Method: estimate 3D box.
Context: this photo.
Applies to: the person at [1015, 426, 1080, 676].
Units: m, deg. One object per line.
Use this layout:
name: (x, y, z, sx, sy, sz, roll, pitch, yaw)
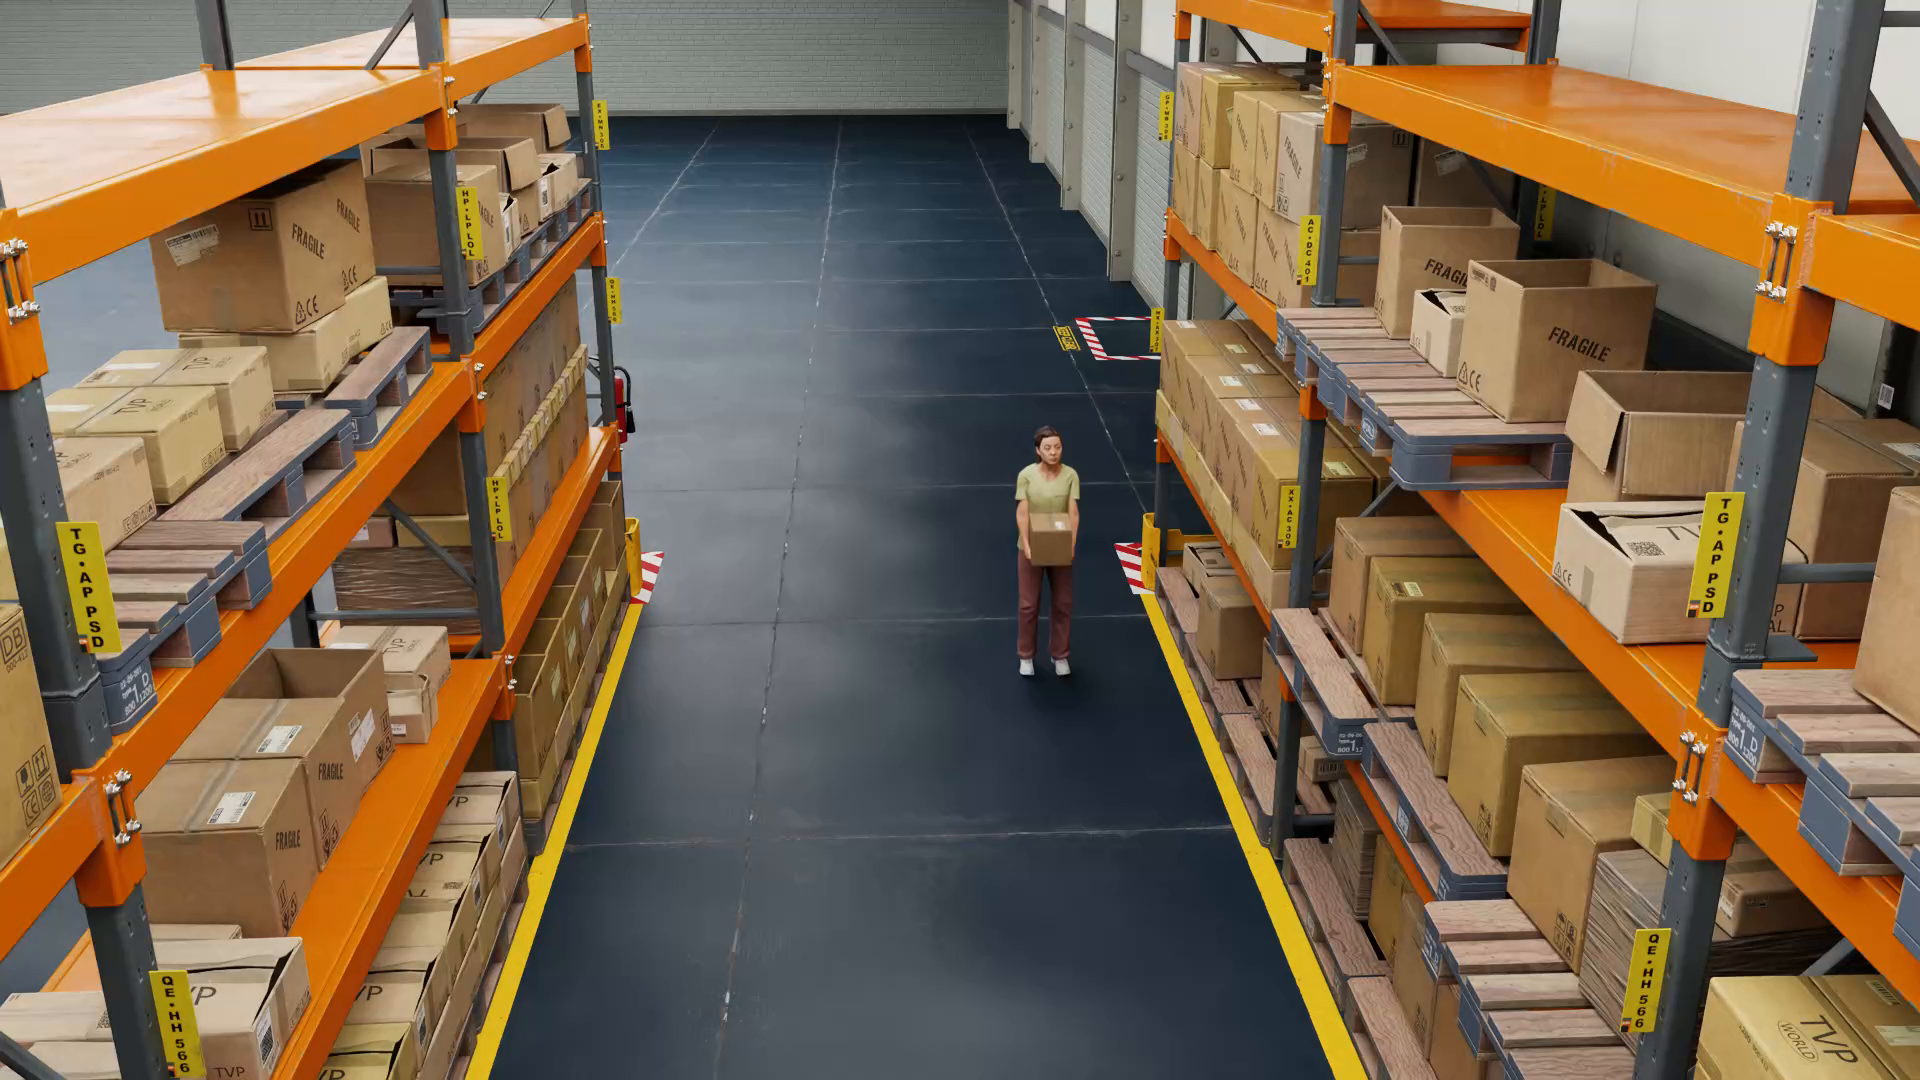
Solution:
person: (0.569, 0.097, 10.837, 0.424, 1.667, 0.551, -1, 20, -2)
